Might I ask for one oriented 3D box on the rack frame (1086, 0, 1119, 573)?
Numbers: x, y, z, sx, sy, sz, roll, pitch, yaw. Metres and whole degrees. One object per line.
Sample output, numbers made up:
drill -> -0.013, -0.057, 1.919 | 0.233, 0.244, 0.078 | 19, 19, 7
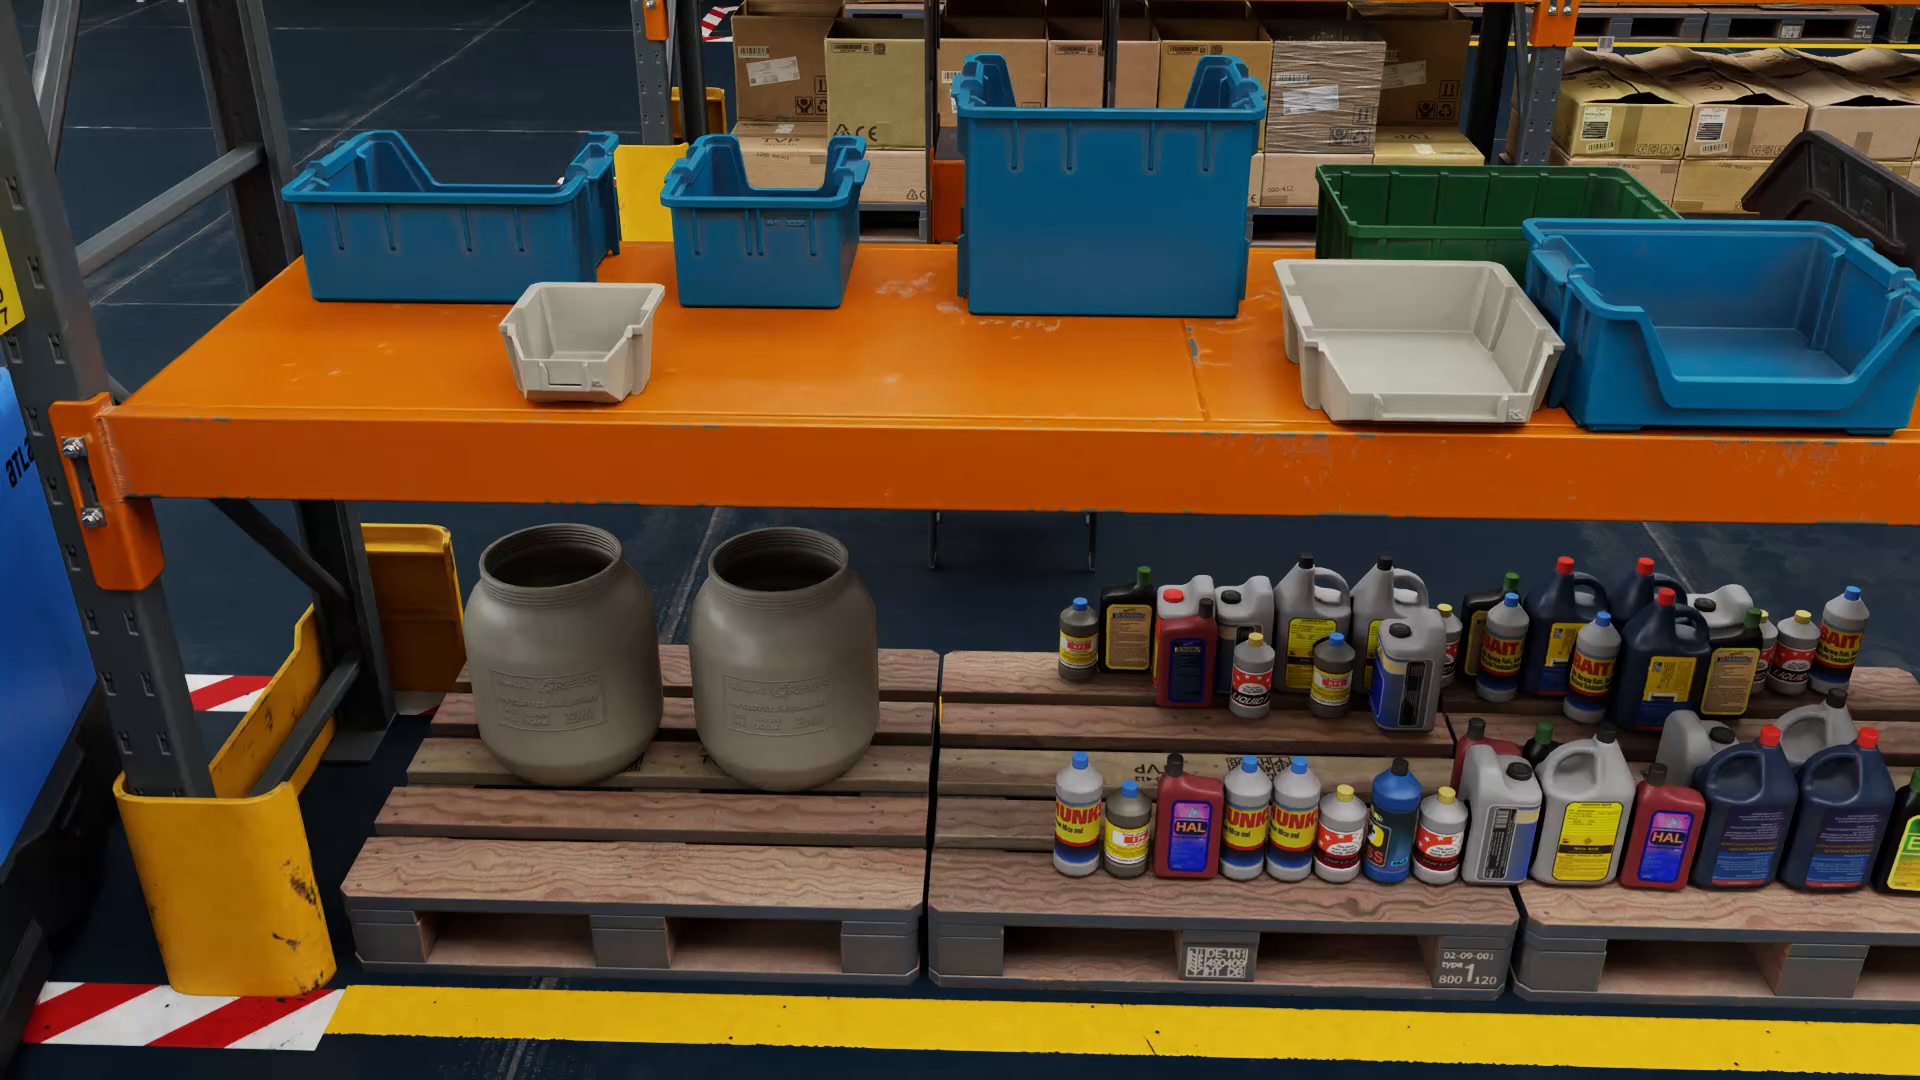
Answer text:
rack frame -> 0.409, -0.921, 4.745 | 0.015, 2.100, 0.400 | 1, 28, 2

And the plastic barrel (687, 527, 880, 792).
plastic barrel -> -0.395, 0.268, 3.750 | 0.421, 0.512, 0.421 | 0, 28, 0

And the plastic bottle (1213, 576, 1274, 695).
plastic bottle -> 0.684, 0.224, 4.063 | 0.135, 0.276, 0.152 | 0, 28, 0

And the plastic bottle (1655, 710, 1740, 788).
plastic bottle -> 1.576, 0.497, 3.548 | 0.135, 0.276, 0.152 | 1, 28, 2

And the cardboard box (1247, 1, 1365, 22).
cardboard box -> 1.667, -2.342, 8.153 | 0.500, 0.500, 0.500 | 1, 28, 2

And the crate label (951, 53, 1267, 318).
crate label -> 0.293, -0.741, 3.407 | 0.616, 0.435, 0.502 | 1, 28, 2

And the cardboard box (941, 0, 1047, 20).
cardboard box -> 0.169, -2.370, 8.206 | 0.500, 0.500, 0.500 | 1, 28, 2

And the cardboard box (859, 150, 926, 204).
cardboard box -> -0.350, -1.799, 7.928 | 0.500, 0.250, 0.500 | 1, 28, 2

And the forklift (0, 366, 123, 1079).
forklift -> -2.319, -0.031, 2.178 | 1.130, 2.935, 3.031 | -5, 28, -9

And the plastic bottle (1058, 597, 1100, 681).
plastic bottle -> 0.295, 0.238, 4.116 | 0.097, 0.201, 0.097 | 0, 28, 0

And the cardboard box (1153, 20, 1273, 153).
cardboard box -> 1.149, -2.109, 7.713 | 0.500, 0.500, 0.500 | 1, 28, 2

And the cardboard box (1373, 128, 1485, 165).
cardboard box -> 2.149, -1.758, 7.850 | 0.500, 0.250, 0.500 | 1, 28, 2

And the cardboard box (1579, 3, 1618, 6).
cardboard box -> 4.554, -4.273, 12.308 | 0.500, 0.500, 0.700 | 1, 28, 2

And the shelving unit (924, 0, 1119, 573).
shelving unit -> 0.165, -0.925, 4.753 | 0.503, 2.100, 0.431 | 1, 28, 2

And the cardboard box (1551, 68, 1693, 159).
cardboard box -> 3.024, -1.977, 7.665 | 0.500, 0.311, 0.500 | 1, 28, 2

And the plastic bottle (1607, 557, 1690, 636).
plastic bottle -> 1.649, 0.205, 4.019 | 0.185, 0.351, 0.144 | 2, 28, 3

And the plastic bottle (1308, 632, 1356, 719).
plastic bottle -> 0.889, 0.315, 3.970 | 0.097, 0.201, 0.097 | 0, 28, 0

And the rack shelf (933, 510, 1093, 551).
rack shelf -> 0.165, -0.294, 5.087 | 0.480, 0.518, 0.431 | 1, 28, 2

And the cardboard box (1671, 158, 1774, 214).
cardboard box -> 3.525, -1.721, 7.780 | 0.500, 0.250, 0.500 | 2, 28, 3

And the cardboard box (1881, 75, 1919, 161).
cardboard box -> 4.560, -1.952, 7.618 | 0.500, 0.311, 0.500 | 2, 28, 3

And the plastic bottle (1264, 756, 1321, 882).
plastic bottle -> 0.687, 0.565, 3.425 | 0.097, 0.271, 0.097 | 0, 28, 0

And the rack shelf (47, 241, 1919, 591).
rack shelf -> 0.442, -0.278, 3.340 | 4.000, 0.370, 1.077 | 1, 28, 2

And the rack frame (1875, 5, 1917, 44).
rack frame -> 6.788, -5.134, 11.733 | 0.127, 3.000, 1.000 | 1, 28, 2

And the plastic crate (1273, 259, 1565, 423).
plastic crate -> 0.809, -0.355, 2.998 | 0.437, 0.136, 0.530 | 1, 28, 2

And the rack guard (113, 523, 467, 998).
rack guard -> -1.479, 0.454, 3.859 | 0.348, 0.500, 1.175 | 1, 28, 2

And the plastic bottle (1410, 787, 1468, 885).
plastic bottle -> 0.992, 0.601, 3.432 | 0.097, 0.201, 0.097 | 0, 28, 0

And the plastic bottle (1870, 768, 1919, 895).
plastic bottle -> 1.949, 0.589, 3.366 | 0.133, 0.283, 0.061 | 2, 28, 4

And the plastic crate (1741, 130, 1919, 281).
plastic crate -> 1.922, -0.604, 3.253 | 0.504, 0.338, 0.767 | 1, 28, 2

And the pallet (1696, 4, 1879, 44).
pallet -> 6.007, -3.916, 12.411 | 1.213, 0.211, 1.003 | 1, 28, 2

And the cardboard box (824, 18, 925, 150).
cardboard box -> -0.350, -2.129, 7.751 | 0.500, 0.500, 0.500 | 1, 28, 2

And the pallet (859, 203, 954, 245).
pallet -> -0.612, -1.723, 8.274 | 1.213, 0.211, 1.003 | 1, 28, 2

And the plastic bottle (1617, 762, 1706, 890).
plastic bottle -> 1.431, 0.581, 3.383 | 0.133, 0.283, 0.061 | 3, 28, 5

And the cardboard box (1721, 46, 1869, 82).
cardboard box -> 4.053, -2.212, 8.110 | 0.500, 0.311, 0.500 | 1, 28, 2

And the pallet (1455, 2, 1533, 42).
pallet -> 3.569, -3.956, 12.487 | 1.213, 0.211, 1.003 | 1, 28, 2

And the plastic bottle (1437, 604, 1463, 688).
plastic bottle -> 1.178, 0.253, 4.089 | 0.097, 0.201, 0.097 | 0, 28, 0

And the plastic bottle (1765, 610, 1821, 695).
plastic bottle -> 2.037, 0.267, 4.062 | 0.097, 0.201, 0.097 | 0, 28, 0

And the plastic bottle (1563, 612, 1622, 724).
plastic bottle -> 1.500, 0.295, 3.935 | 0.097, 0.271, 0.097 | 0, 28, 0

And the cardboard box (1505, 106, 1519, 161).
cardboard box -> 3.044, -1.981, 8.272 | 0.500, 0.250, 0.500 | 1, 28, 1

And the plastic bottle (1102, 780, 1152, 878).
plastic bottle -> 0.348, 0.590, 3.452 | 0.097, 0.201, 0.097 | 0, 28, 0

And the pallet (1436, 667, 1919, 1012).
pallet -> 1.771, 0.638, 3.820 | 1.213, 0.211, 1.003 | 1, 28, 2

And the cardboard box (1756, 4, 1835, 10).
cardboard box -> 6.067, -4.212, 12.191 | 0.500, 0.500, 0.700 | 1, 28, 3
